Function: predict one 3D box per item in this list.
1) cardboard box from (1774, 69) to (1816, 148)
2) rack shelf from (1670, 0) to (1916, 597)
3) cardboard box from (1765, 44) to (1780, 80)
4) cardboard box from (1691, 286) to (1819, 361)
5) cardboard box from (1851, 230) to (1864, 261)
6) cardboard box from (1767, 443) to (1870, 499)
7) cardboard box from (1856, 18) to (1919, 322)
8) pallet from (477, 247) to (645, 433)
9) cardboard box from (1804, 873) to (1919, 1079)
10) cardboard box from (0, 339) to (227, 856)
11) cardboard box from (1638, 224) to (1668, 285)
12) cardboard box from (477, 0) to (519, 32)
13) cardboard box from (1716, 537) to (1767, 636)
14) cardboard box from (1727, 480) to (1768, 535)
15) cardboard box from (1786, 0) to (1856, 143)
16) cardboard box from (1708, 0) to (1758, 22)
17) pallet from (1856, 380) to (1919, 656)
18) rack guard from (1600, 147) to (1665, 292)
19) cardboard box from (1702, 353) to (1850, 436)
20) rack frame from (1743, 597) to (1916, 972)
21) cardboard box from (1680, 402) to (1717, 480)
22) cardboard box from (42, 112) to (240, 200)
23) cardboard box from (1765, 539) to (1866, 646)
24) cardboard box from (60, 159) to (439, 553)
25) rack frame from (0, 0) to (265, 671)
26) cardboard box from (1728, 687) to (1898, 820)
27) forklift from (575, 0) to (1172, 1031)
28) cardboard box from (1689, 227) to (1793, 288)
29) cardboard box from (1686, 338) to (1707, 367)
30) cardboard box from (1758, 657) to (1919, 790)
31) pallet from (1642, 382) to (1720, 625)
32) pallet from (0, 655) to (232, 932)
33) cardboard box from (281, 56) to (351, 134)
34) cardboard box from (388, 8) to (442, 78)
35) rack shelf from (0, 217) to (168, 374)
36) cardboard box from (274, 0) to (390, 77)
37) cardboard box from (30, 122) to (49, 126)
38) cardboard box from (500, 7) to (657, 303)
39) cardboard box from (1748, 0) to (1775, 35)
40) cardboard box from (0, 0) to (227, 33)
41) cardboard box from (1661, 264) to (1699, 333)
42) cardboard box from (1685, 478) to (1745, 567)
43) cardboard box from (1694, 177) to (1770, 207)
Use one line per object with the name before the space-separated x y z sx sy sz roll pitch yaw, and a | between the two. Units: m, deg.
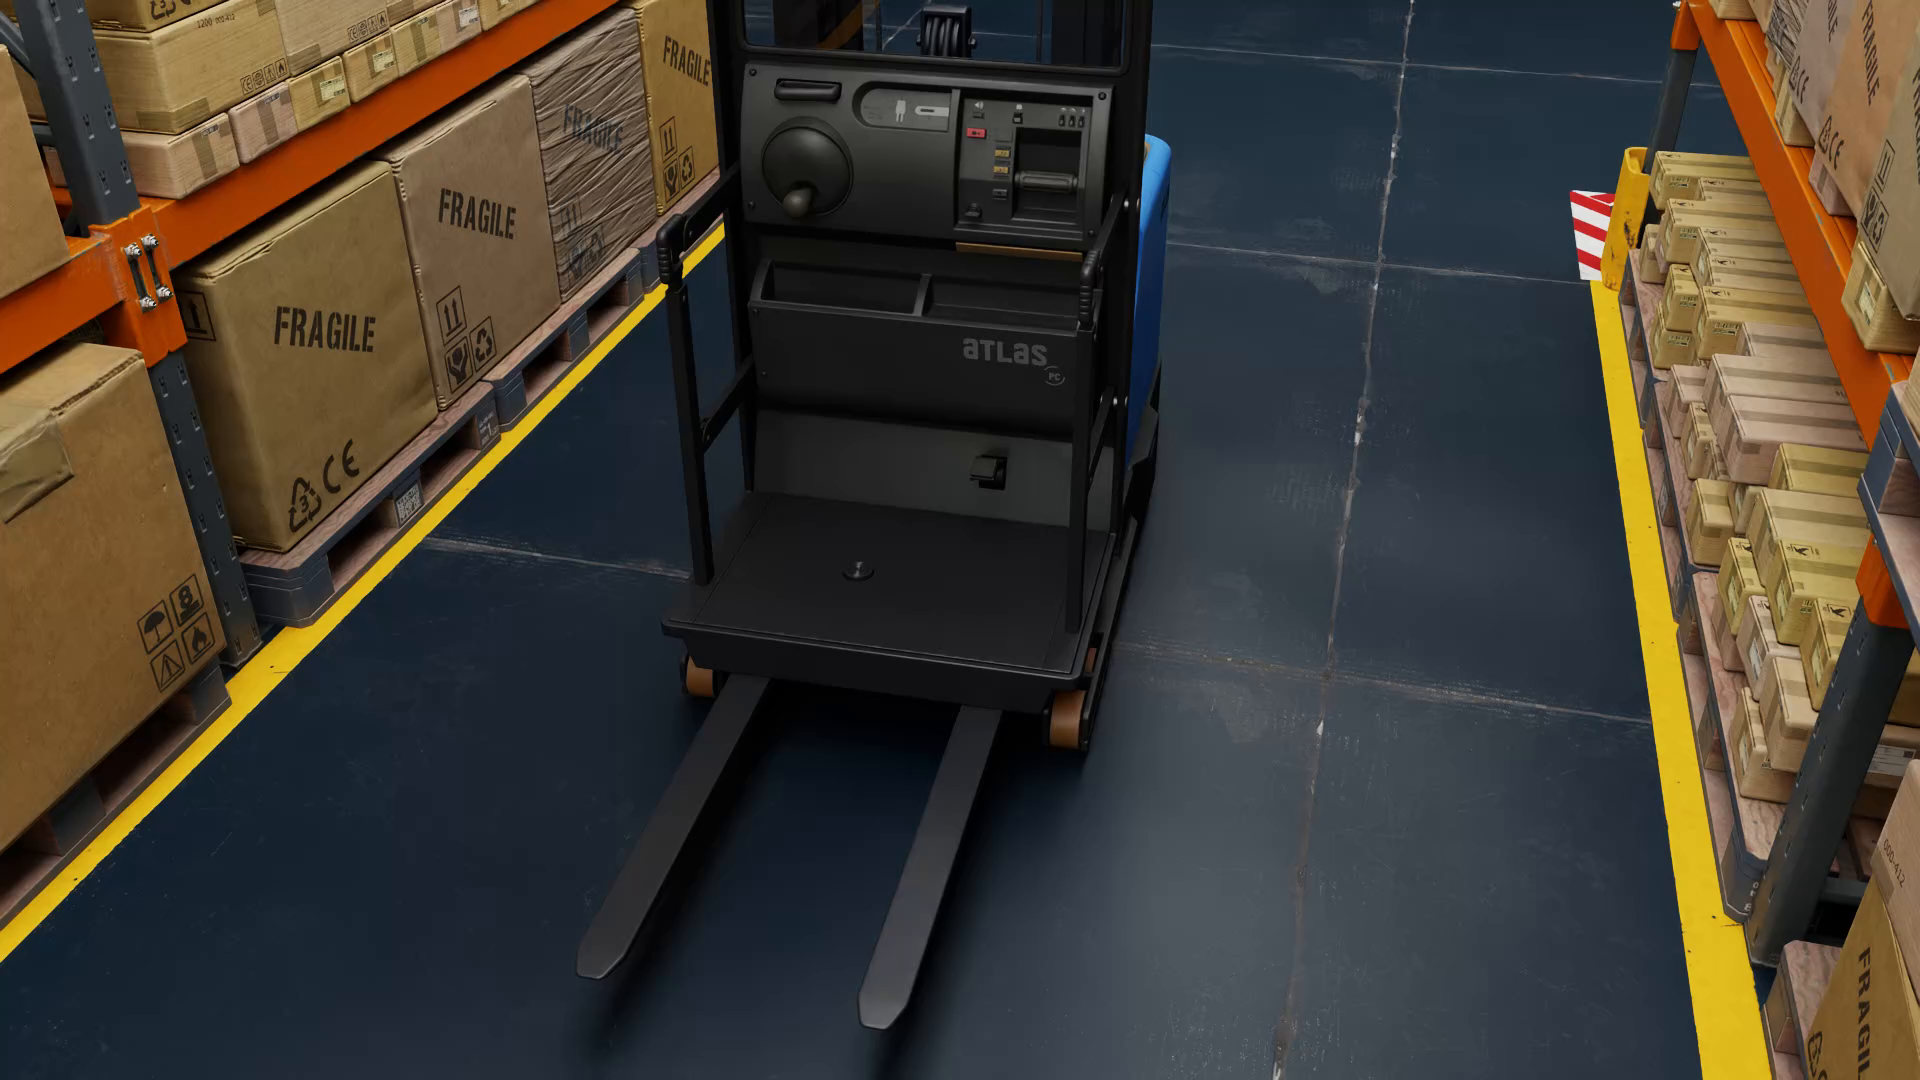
cardboard box | 2.450 -1.166 4.522 0.380 0.149 0.250 9 33 13
rack shelf | 2.784 -1.005 4.705 1.077 0.370 4.000 8 33 12
cardboard box | 2.632 -1.432 4.941 0.380 0.149 0.250 7 33 11
cardboard box | 2.515 -0.660 5.204 0.380 0.149 0.250 9 33 13
cardboard box | 2.208 -0.624 3.669 0.380 0.149 0.250 9 34 14
cardboard box | 2.339 -0.108 4.335 0.380 0.149 0.250 9 34 14
cardboard box | 2.126 -0.728 3.228 0.500 0.500 0.500 8 33 12
pallet | -1.919 -0.841 6.375 1.003 0.211 1.213 8 33 12
cardboard box | 1.832 0.954 2.891 0.500 0.500 0.500 9 34 14
cardboard box | -2.639 0.056 3.955 1.225 0.875 0.875 8 33 13
cardboard box | 2.849 -1.092 6.438 0.380 0.149 0.250 9 33 13
cardboard box | -1.705 -1.810 5.535 0.380 0.149 0.250 7 33 11
cardboard box | 2.156 0.139 4.223 0.380 0.149 0.250 7 33 11
cardboard box | 2.361 -0.112 4.619 0.380 0.149 0.250 9 33 14
cardboard box | 2.386 -1.255 4.058 0.500 0.500 0.500 8 33 12
cardboard box | 2.748 -1.847 5.593 0.380 0.149 0.250 7 33 11
pallet | 1.942 0.187 2.338 1.003 0.211 1.213 8 33 12
rack guard | 3.272 -1.252 6.753 1.175 0.500 0.348 8 33 12
cardboard box | 2.375 -0.403 4.799 0.380 0.149 0.250 7 33 11
rack frame | 2.276 -0.271 2.880 1.000 3.000 0.127 8 33 12
cardboard box | 2.469 -0.288 5.172 0.380 0.149 0.250 8 33 12
cardboard box | -2.099 -1.001 4.262 0.380 0.149 0.250 8 33 12
cardboard box | 2.141 0.146 3.935 0.380 0.149 0.250 8 33 13
cardboard box | -2.251 -0.610 5.003 0.875 0.875 0.875 8 33 12
rack frame | -2.496 -0.998 4.024 1.000 3.000 0.127 8 33 12
cardboard box | 2.046 0.505 3.925 0.380 0.149 0.250 8 33 13
forklift | -0.138 -0.907 3.945 1.130 2.935 3.031 7 33 11
cardboard box | 2.705 -0.933 5.633 0.380 0.149 0.250 6 33 10
cardboard box | 2.662 -0.552 5.589 0.380 0.149 0.250 8 33 12
cardboard box | 2.049 0.423 3.777 0.380 0.149 0.250 9 33 13
pallet | 2.720 -0.082 5.183 1.003 0.211 1.213 8 33 12
pallet | -2.619 0.589 4.127 1.003 0.211 1.213 8 33 12
cardboard box | -1.966 -1.274 4.692 0.380 0.149 0.250 9 34 14
cardboard box | -1.836 -1.543 5.116 0.380 0.149 0.250 8 33 12
rack shelf | -3.003 0.343 2.585 1.077 0.370 4.000 8 33 12
cardboard box | -1.992 -1.526 4.717 0.500 0.250 0.500 8 33 12
cardboard box | -2.670 -1.229 4.621 0.380 0.149 0.250 9 33 13
cardboard box | -1.797 -1.539 6.465 0.875 0.875 0.875 8 33 12
cardboard box | 2.663 -1.785 4.891 0.500 0.500 0.500 8 33 13
cardboard box | -2.127 -1.591 4.120 0.500 0.500 0.500 8 33 12
cardboard box | 2.639 -0.817 5.728 0.380 0.149 0.250 9 34 14
cardboard box | 2.309 -0.032 4.770 0.380 0.149 0.250 8 33 12
cardboard box | 2.876 -1.186 6.032 0.380 0.149 0.250 9 33 13
